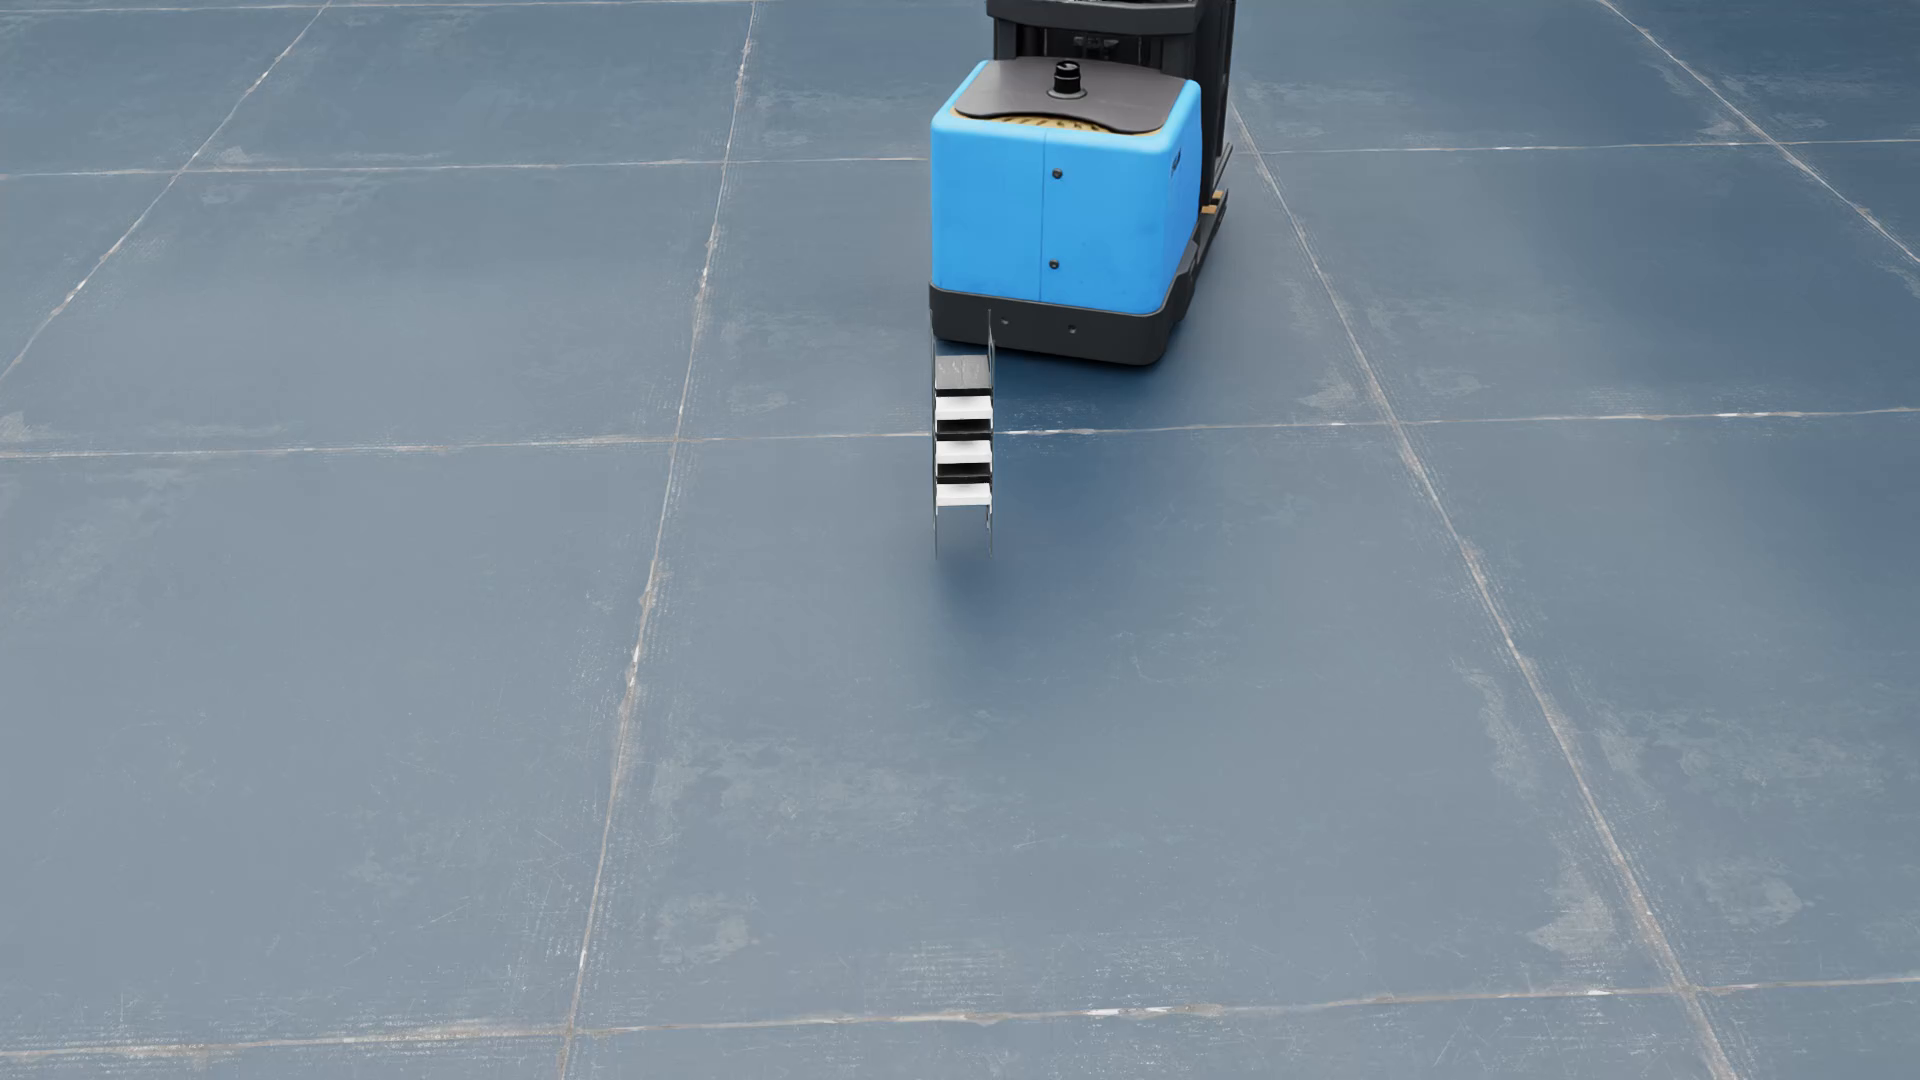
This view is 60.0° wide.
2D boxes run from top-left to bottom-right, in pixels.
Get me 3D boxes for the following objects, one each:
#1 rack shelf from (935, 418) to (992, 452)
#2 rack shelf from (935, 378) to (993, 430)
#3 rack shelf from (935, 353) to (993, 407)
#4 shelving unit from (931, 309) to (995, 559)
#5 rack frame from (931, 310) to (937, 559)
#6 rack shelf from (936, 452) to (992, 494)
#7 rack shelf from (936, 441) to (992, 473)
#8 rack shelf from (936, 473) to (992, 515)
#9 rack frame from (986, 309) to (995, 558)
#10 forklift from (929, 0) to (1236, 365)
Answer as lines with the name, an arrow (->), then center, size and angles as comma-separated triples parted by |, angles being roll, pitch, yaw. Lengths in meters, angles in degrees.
rack shelf -> 0.008, -0.417, 5.962 | 0.200, 0.077, 0.258 | -2, 35, -2
rack shelf -> 0.008, -0.491, 5.911 | 0.200, 0.077, 0.258 | -2, 35, -2
rack shelf -> 0.008, -0.565, 5.860 | 0.200, 0.077, 0.258 | -2, 35, -2
shelving unit -> 0.008, -0.370, 5.994 | 0.210, 0.900, 0.258 | -2, 35, -2
rack frame -> -0.093, -0.367, 5.990 | 0.006, 0.900, 0.240 | -2, 35, -2
rack shelf -> 0.008, -0.269, 6.064 | 0.200, 0.077, 0.258 | -2, 35, -2
rack shelf -> 0.008, -0.343, 6.013 | 0.200, 0.077, 0.258 | -2, 35, -2
rack shelf -> 0.008, -0.195, 6.116 | 0.200, 0.077, 0.258 | -2, 35, -2
rack frame -> 0.110, -0.373, 5.998 | 0.006, 0.900, 0.240 | -2, 35, -2
forklift -> 0.762, -2.801, 7.721 | 1.130, 2.935, 3.031 | 9, 36, 13
